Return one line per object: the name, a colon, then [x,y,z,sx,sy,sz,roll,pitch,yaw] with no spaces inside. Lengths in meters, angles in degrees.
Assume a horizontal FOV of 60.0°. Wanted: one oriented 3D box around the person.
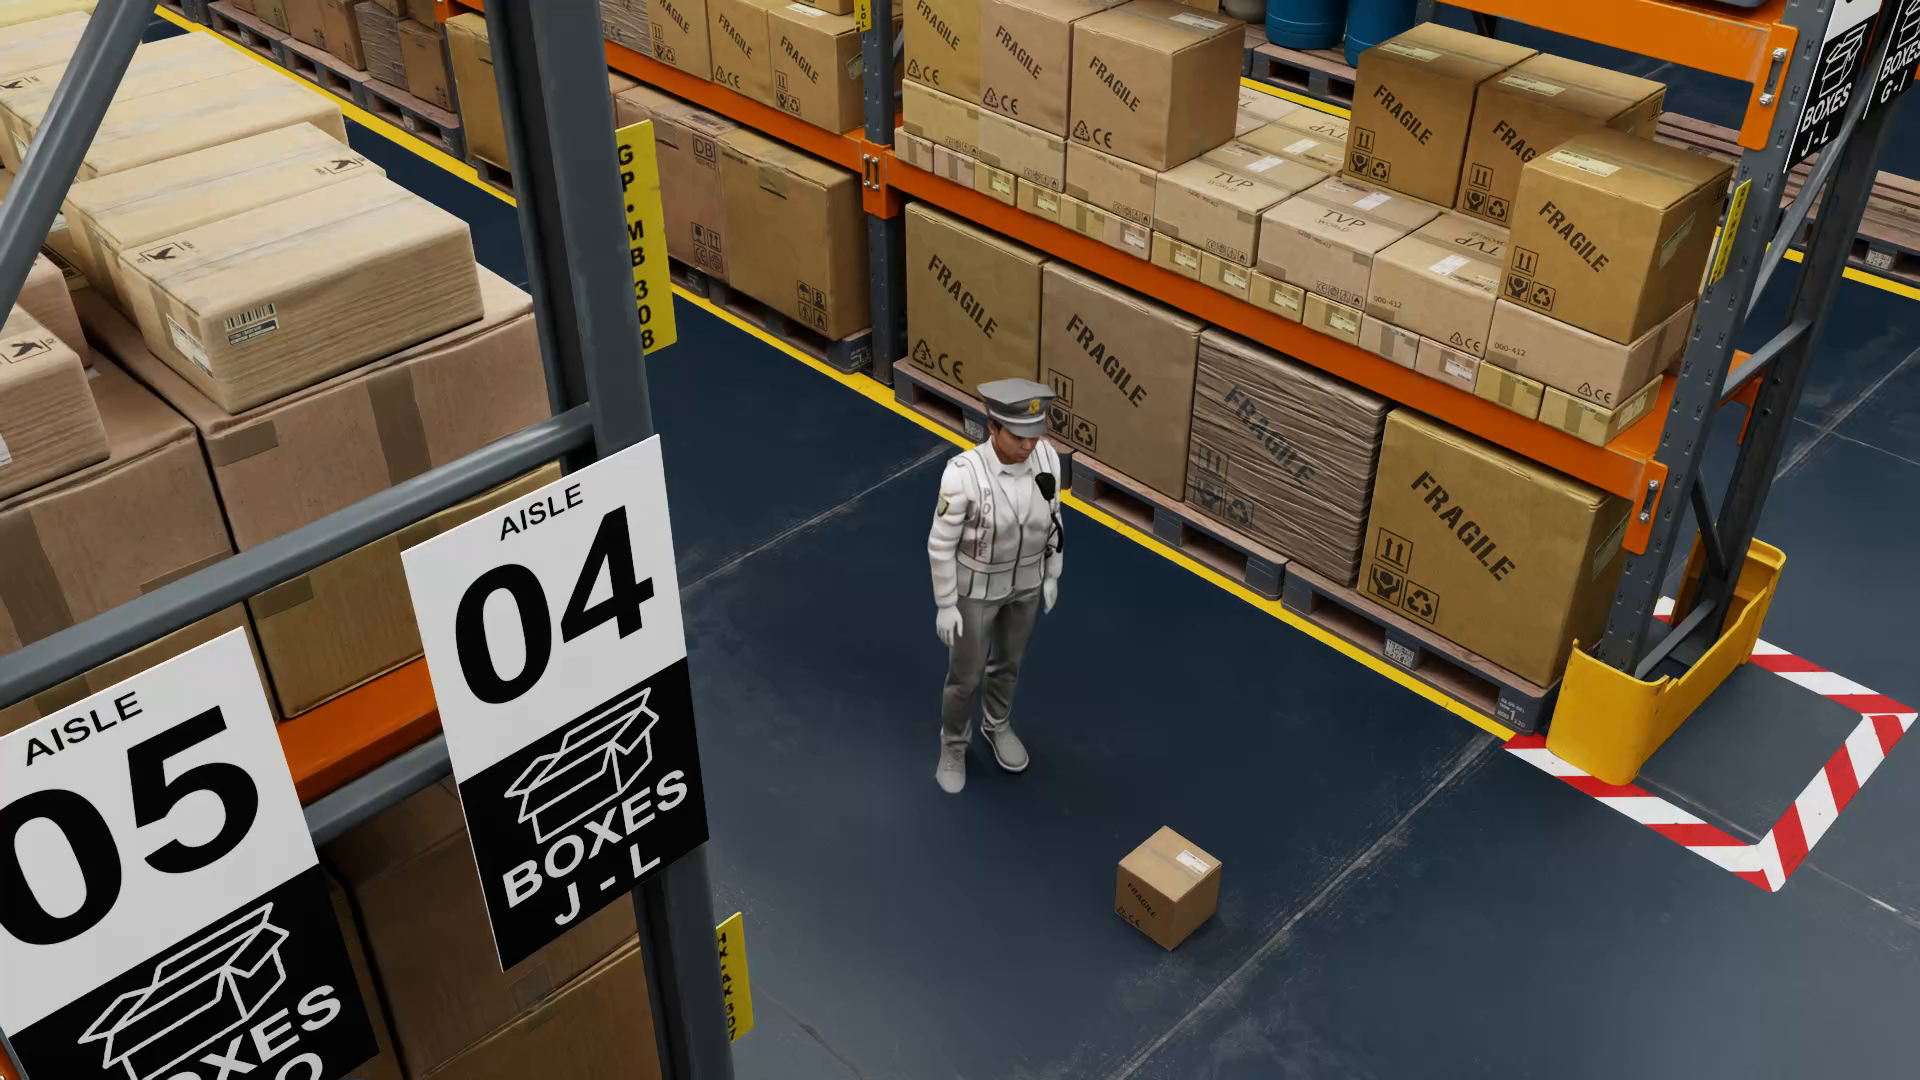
person: [0.132,0.190,5.887,0.516,1.729,0.357,-17,39,-22]
